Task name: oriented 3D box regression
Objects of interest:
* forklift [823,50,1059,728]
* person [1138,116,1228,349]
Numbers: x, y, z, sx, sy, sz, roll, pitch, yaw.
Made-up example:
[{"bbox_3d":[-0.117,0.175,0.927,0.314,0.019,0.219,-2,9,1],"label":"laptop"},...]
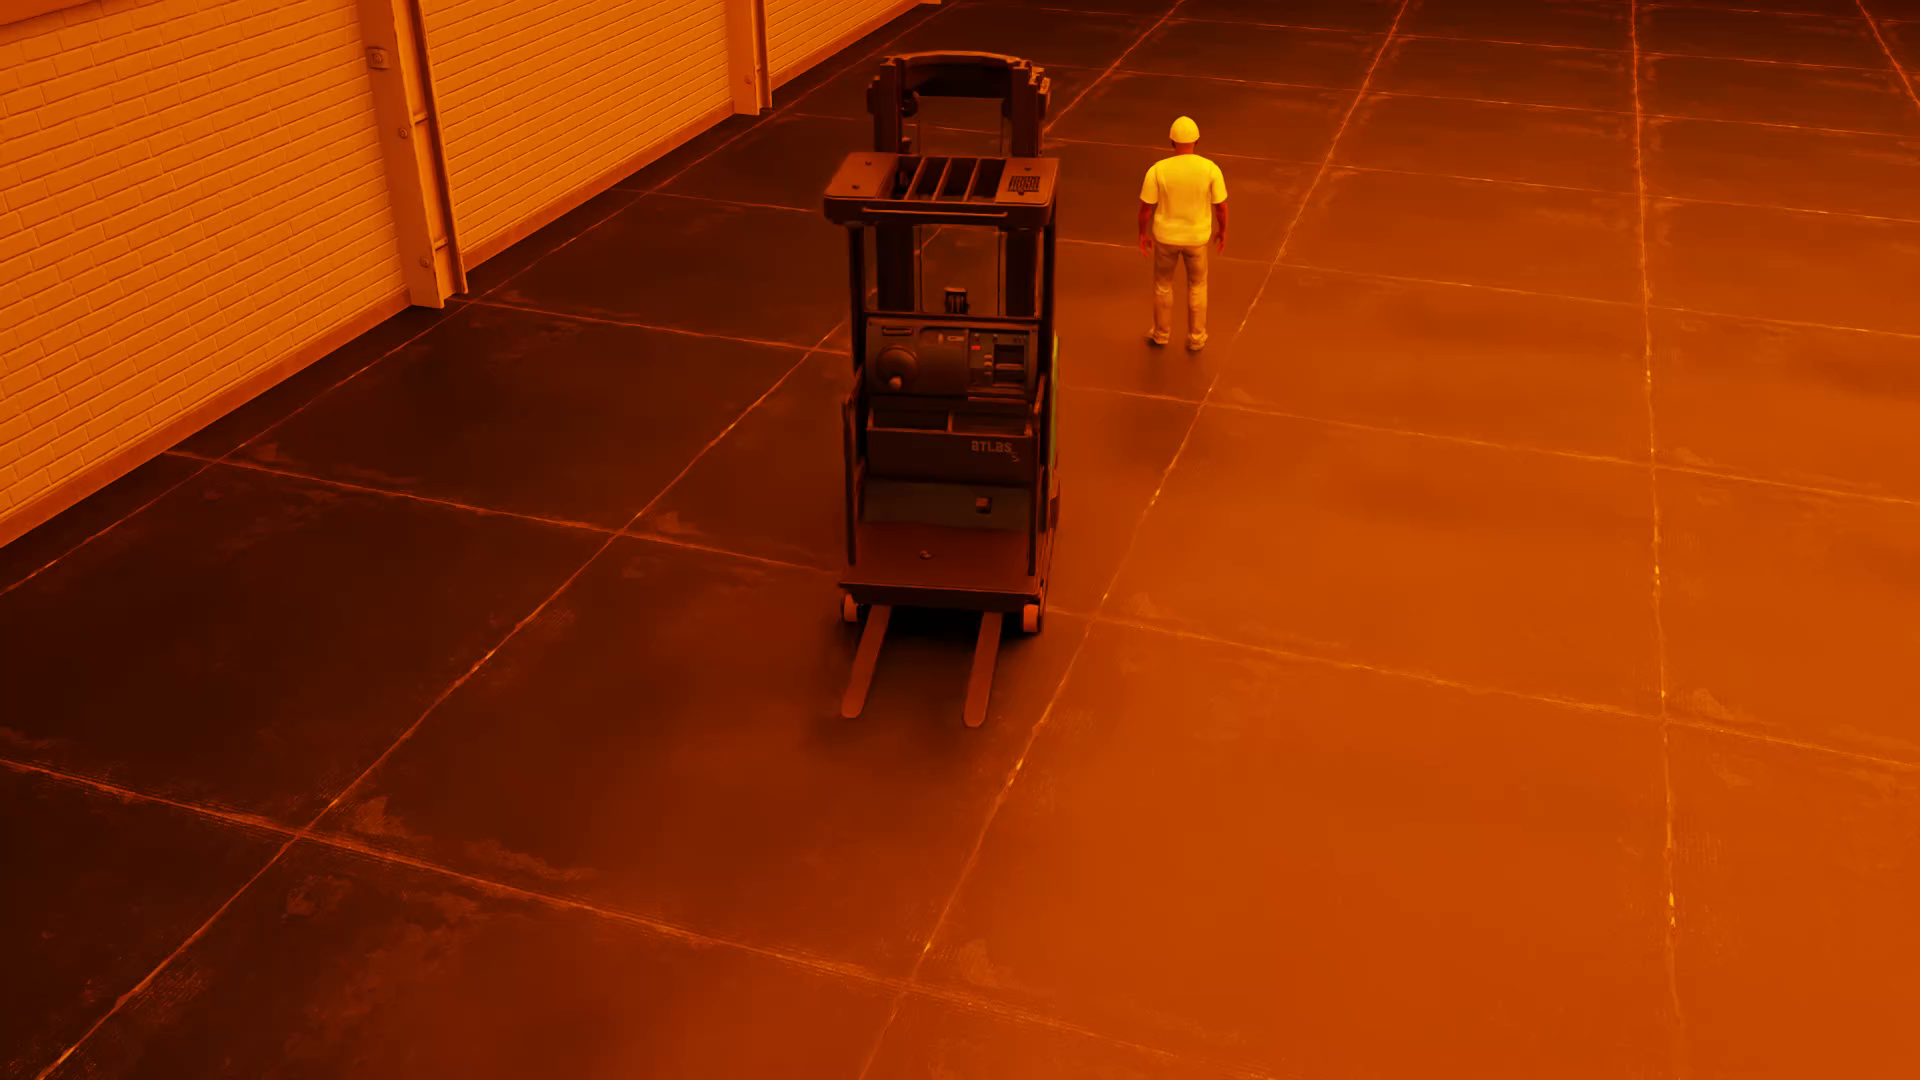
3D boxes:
[{"bbox_3d":[-0.070,-0.937,8.780,1.130,2.935,3.031,3,30,6],"label":"forklift"},{"bbox_3d":[1.643,-2.261,12.297,0.660,1.780,0.497,4,30,6],"label":"person"}]
